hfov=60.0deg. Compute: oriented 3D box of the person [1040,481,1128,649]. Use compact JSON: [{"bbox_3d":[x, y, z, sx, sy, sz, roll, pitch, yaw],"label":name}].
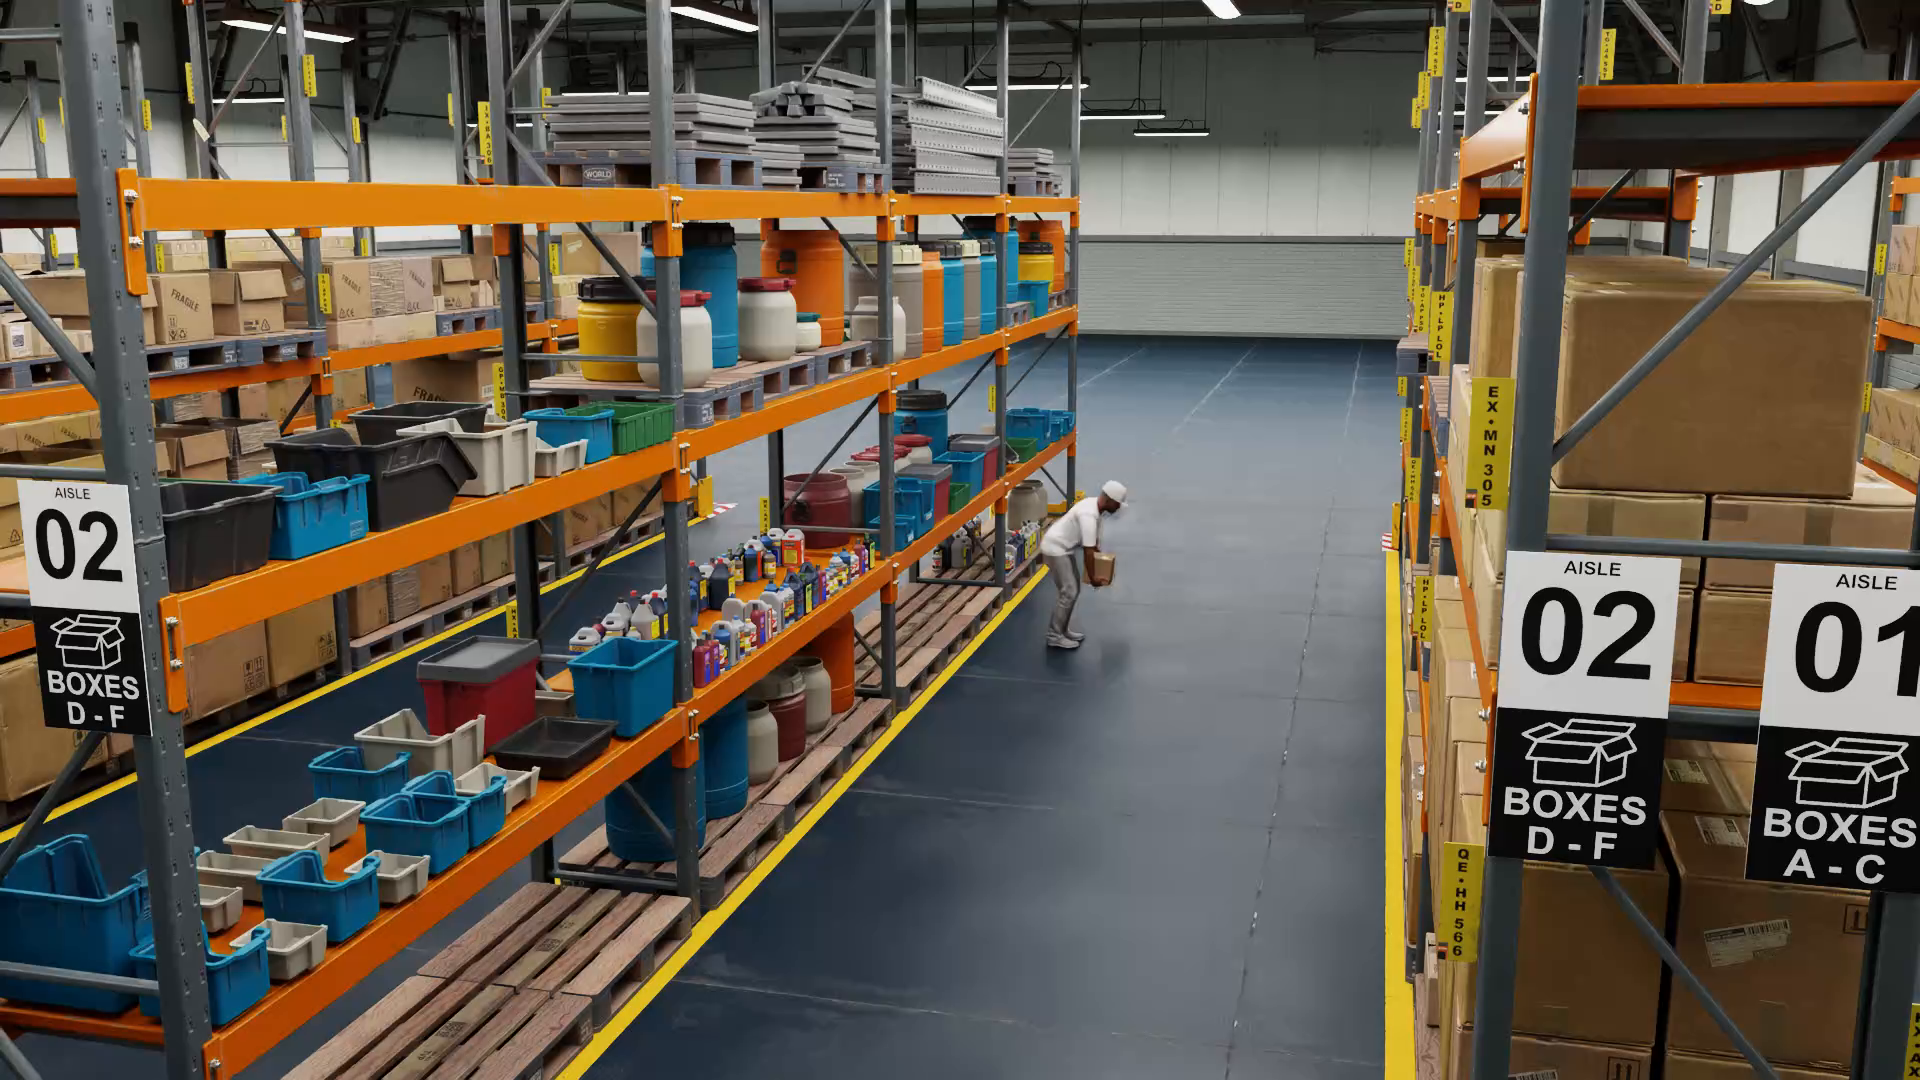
[{"bbox_3d":[1.143,0.209,15.378,0.799,1.554,0.477,3,12,12],"label":"person"}]
